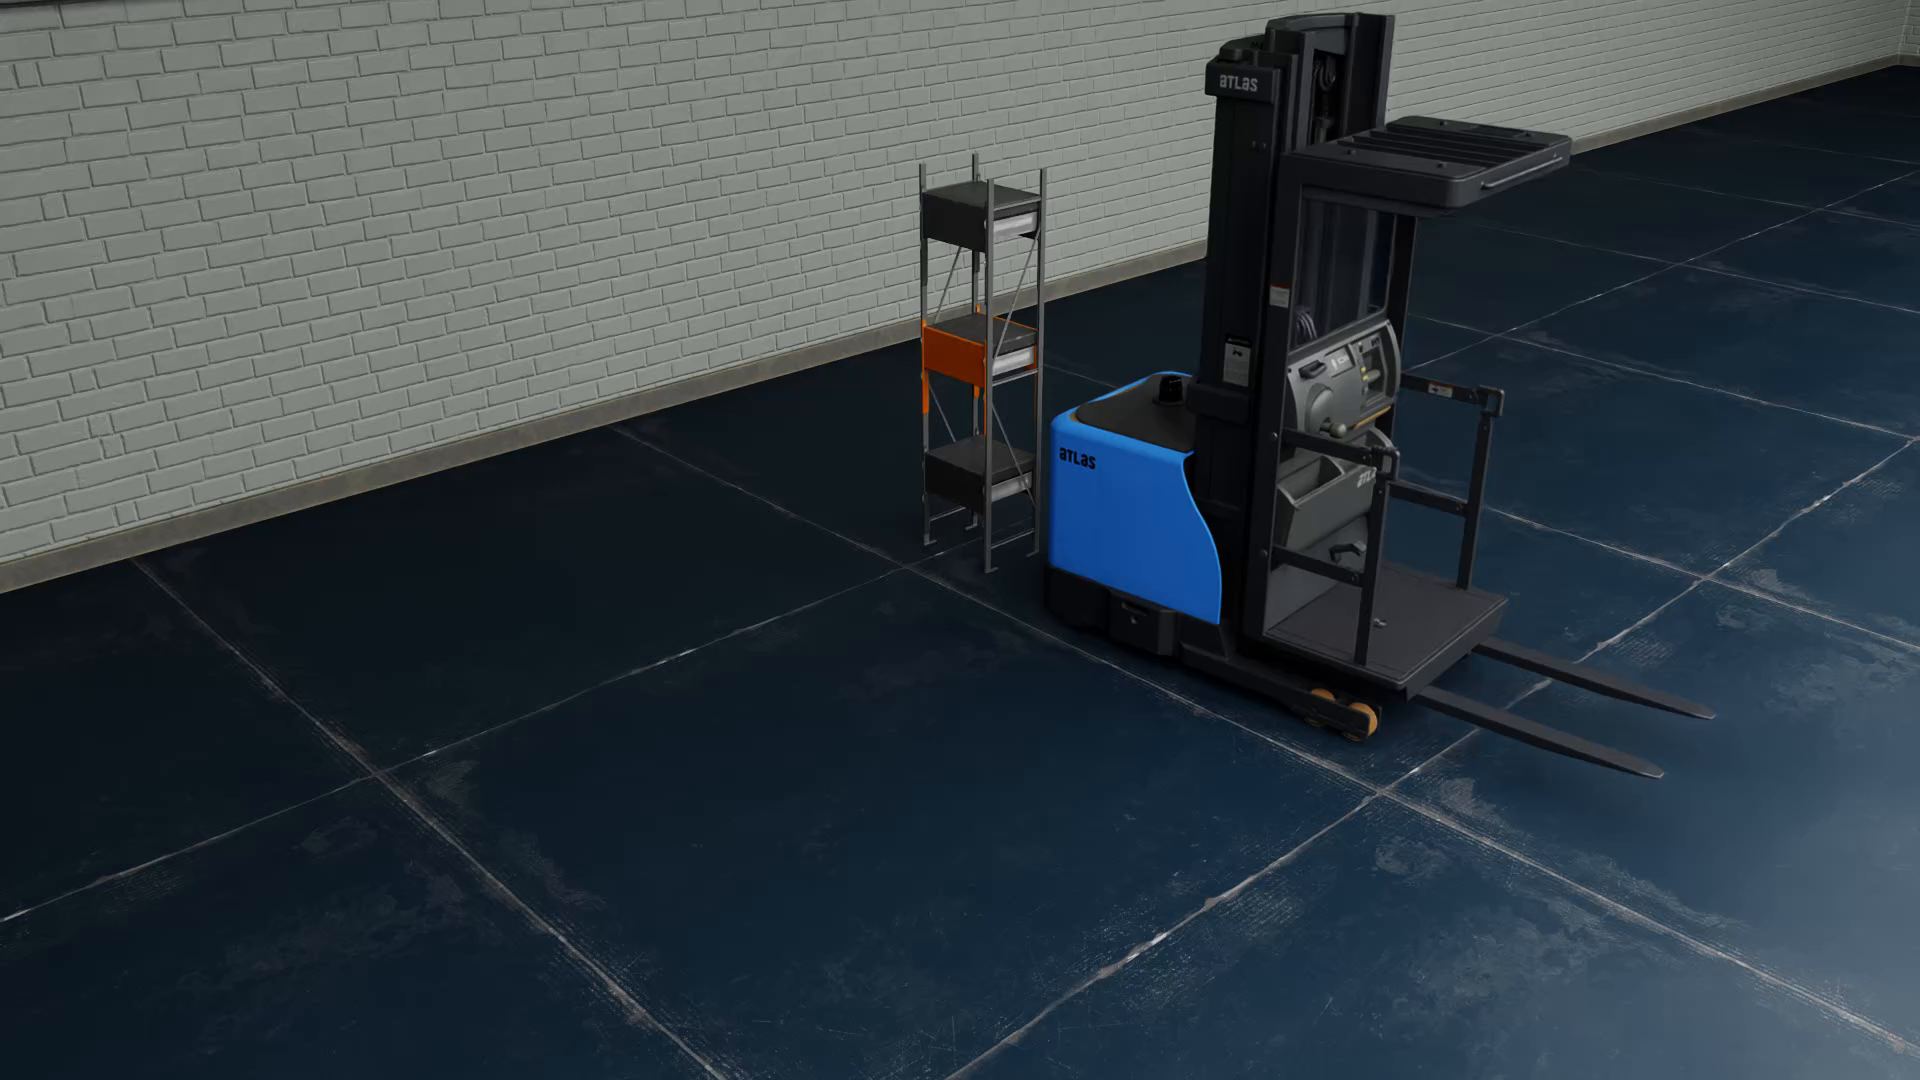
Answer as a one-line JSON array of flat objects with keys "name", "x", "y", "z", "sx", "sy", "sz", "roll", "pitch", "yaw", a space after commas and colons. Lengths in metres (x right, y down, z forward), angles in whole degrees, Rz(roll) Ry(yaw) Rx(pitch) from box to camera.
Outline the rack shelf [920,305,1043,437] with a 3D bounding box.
[{"name": "rack shelf", "x": 0.113, "y": -0.893, "z": 8.710, "sx": 0.431, "sy": 0.518, "sz": 0.480, "roll": -21, "pitch": 32, "yaw": -38}]

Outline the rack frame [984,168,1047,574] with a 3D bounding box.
[{"name": "rack frame", "x": 0.280, "y": -0.831, "z": 8.542, "sx": 0.400, "sy": 2.100, "sz": 0.015, "roll": -21, "pitch": 32, "yaw": -38}]

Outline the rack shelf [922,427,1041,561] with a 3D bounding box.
[{"name": "rack shelf", "x": 0.113, "y": -0.256, "z": 9.000, "sx": 0.431, "sy": 0.518, "sz": 0.480, "roll": -21, "pitch": 32, "yaw": -38}]

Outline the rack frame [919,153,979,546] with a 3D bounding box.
[{"name": "rack frame", "x": -0.054, "y": -0.979, "z": 8.866, "sx": 0.400, "sy": 2.100, "sz": 0.015, "roll": -21, "pitch": 32, "yaw": -38}]

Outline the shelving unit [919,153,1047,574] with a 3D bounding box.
[{"name": "shelving unit", "x": 0.113, "y": -0.905, "z": 8.704, "sx": 0.431, "sy": 2.100, "sz": 0.503, "roll": -21, "pitch": 32, "yaw": -38}]

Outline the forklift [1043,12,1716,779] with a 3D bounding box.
[{"name": "forklift", "x": 1.863, "y": -0.696, "z": 7.245, "sx": 3.031, "sy": 2.935, "sz": 1.130, "roll": 20, "pitch": 31, "yaw": 37}]

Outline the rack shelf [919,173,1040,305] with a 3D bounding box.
[{"name": "rack shelf", "x": 0.113, "y": -1.530, "z": 8.419, "sx": 0.431, "sy": 0.518, "sz": 0.480, "roll": -21, "pitch": 32, "yaw": -38}]
